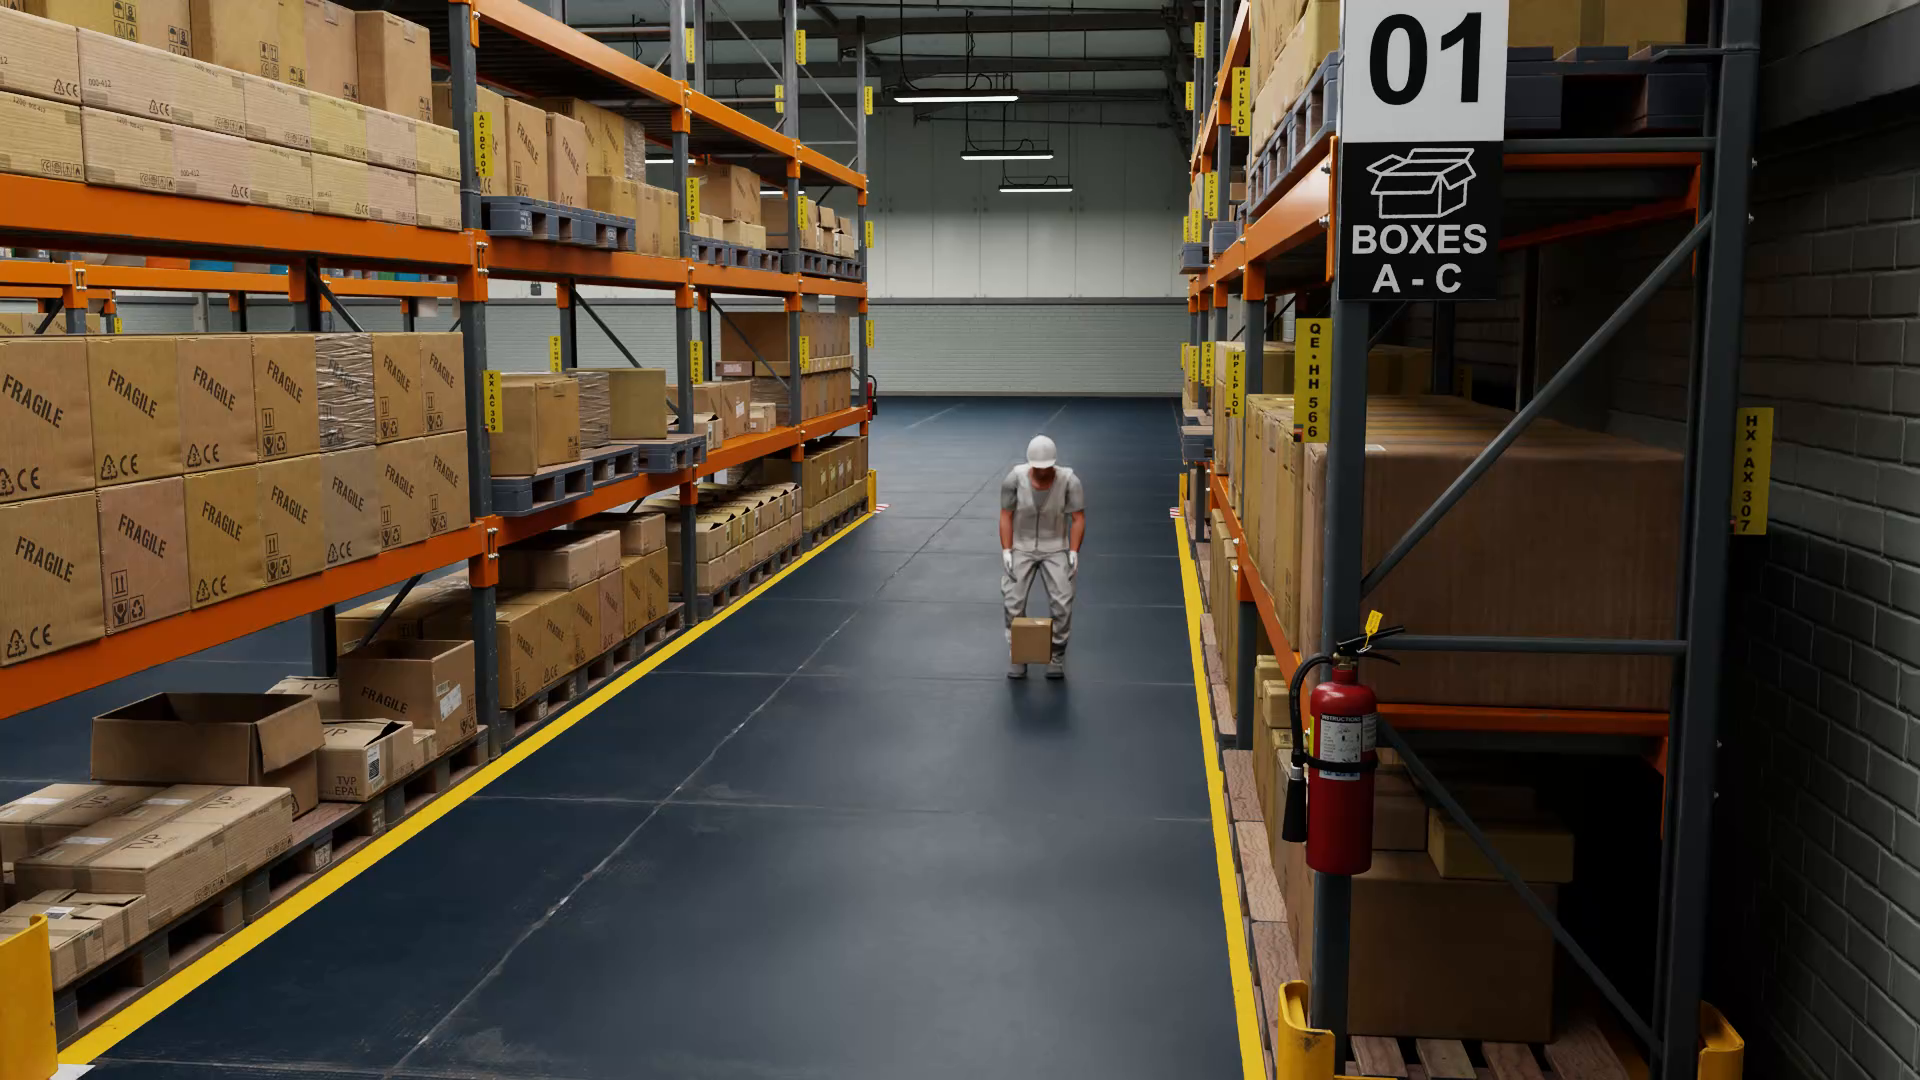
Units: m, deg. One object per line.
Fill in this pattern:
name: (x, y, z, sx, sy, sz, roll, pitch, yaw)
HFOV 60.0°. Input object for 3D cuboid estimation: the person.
person: (0.546, 0.107, 11.018, 0.568, 1.627, 0.602, 1, 8, 7)
